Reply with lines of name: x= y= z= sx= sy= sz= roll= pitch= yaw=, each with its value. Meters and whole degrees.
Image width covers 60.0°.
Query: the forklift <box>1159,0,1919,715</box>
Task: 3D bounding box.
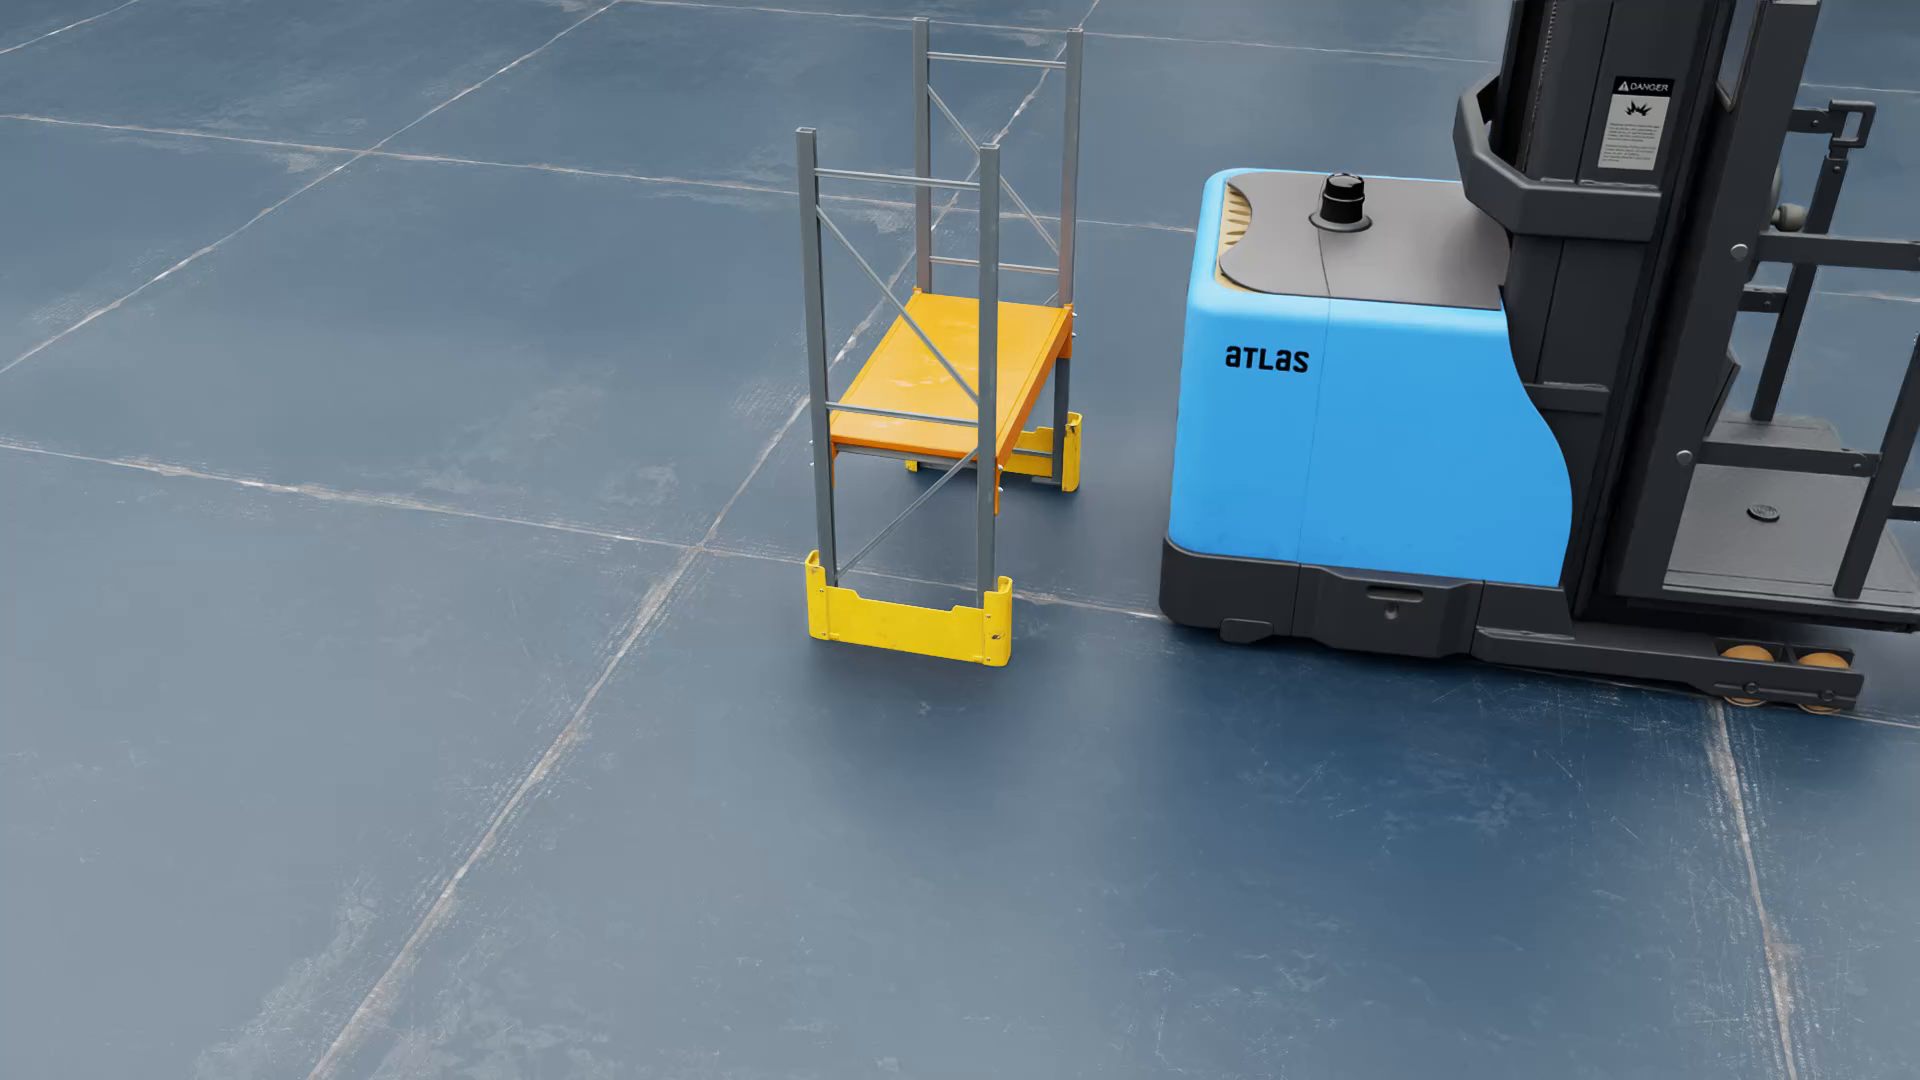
forklift: x=2.143 y=-1.074 z=4.207 sx=3.031 sy=2.935 sz=1.130 roll=5 pitch=33 yaw=9

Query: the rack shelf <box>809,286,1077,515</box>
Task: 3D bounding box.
rack shelf: x=-0.022 y=-0.437 z=4.875 sx=0.538 sy=0.185 sz=1.000 roll=8 pitch=33 yaw=12

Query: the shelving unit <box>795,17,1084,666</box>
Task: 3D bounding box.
shelving unit: x=-0.019 y=-0.593 z=4.785 sx=0.587 sy=1.500 sz=1.083 roll=8 pitch=33 yaw=12

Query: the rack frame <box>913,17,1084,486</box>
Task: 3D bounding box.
rack frame: x=0.107 y=-0.852 z=5.193 sx=0.500 sy=1.500 sz=0.032 roll=8 pitch=33 yaw=12

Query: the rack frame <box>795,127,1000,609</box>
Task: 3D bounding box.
rack frame: x=-0.151 y=-0.325 z=4.363 sx=0.500 sy=1.500 sz=0.032 roll=8 pitch=33 yaw=12

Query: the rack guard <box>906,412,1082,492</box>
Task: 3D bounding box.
rack guard: x=0.107 y=-0.324 z=5.527 sx=0.587 sy=0.250 sz=0.087 roll=8 pitch=33 yaw=12

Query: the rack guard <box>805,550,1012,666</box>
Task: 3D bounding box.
rack guard: x=-0.146 y=0.192 z=4.714 sx=0.587 sy=0.250 sz=0.087 roll=8 pitch=33 yaw=12
